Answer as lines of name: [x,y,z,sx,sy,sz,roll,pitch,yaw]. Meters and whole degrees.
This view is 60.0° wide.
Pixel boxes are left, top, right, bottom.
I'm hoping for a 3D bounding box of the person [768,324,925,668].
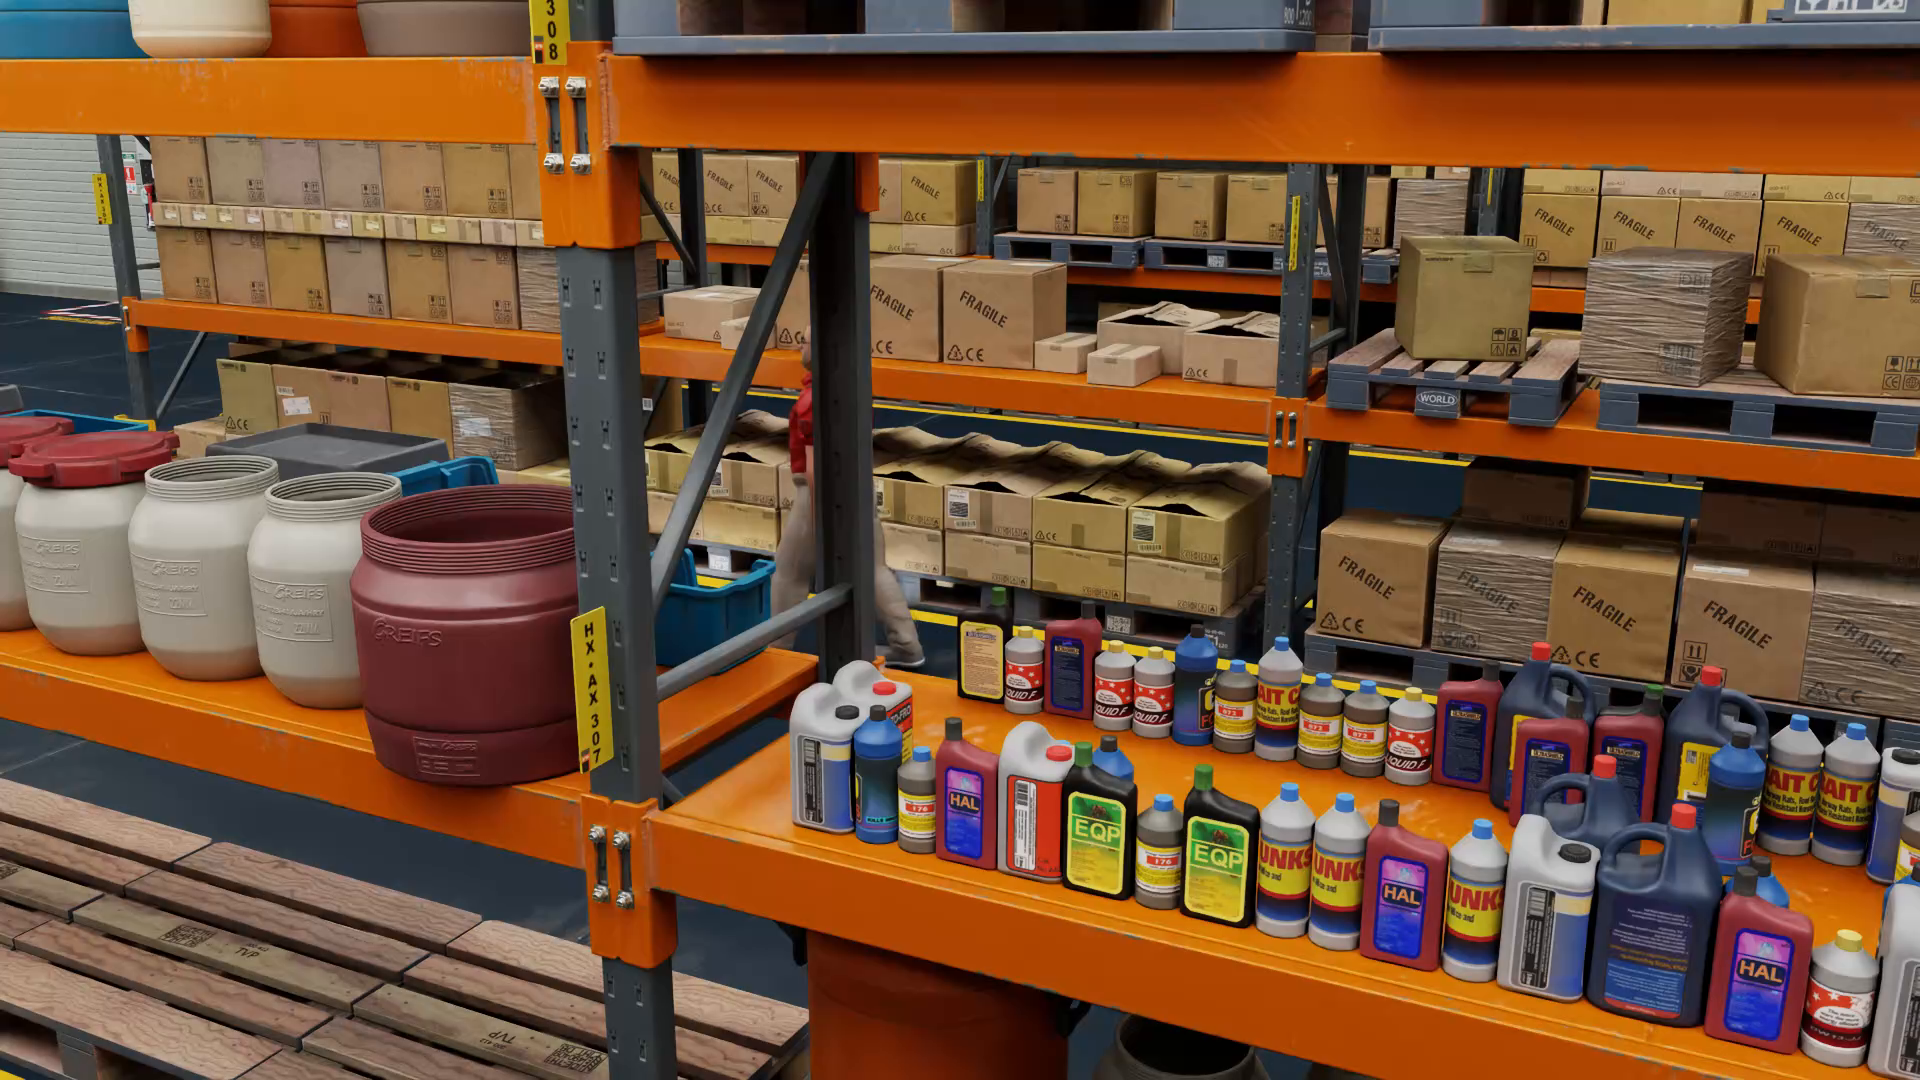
person: [-0.645,-0.198,7.791,0.901,1.690,0.551,8,18,27]
